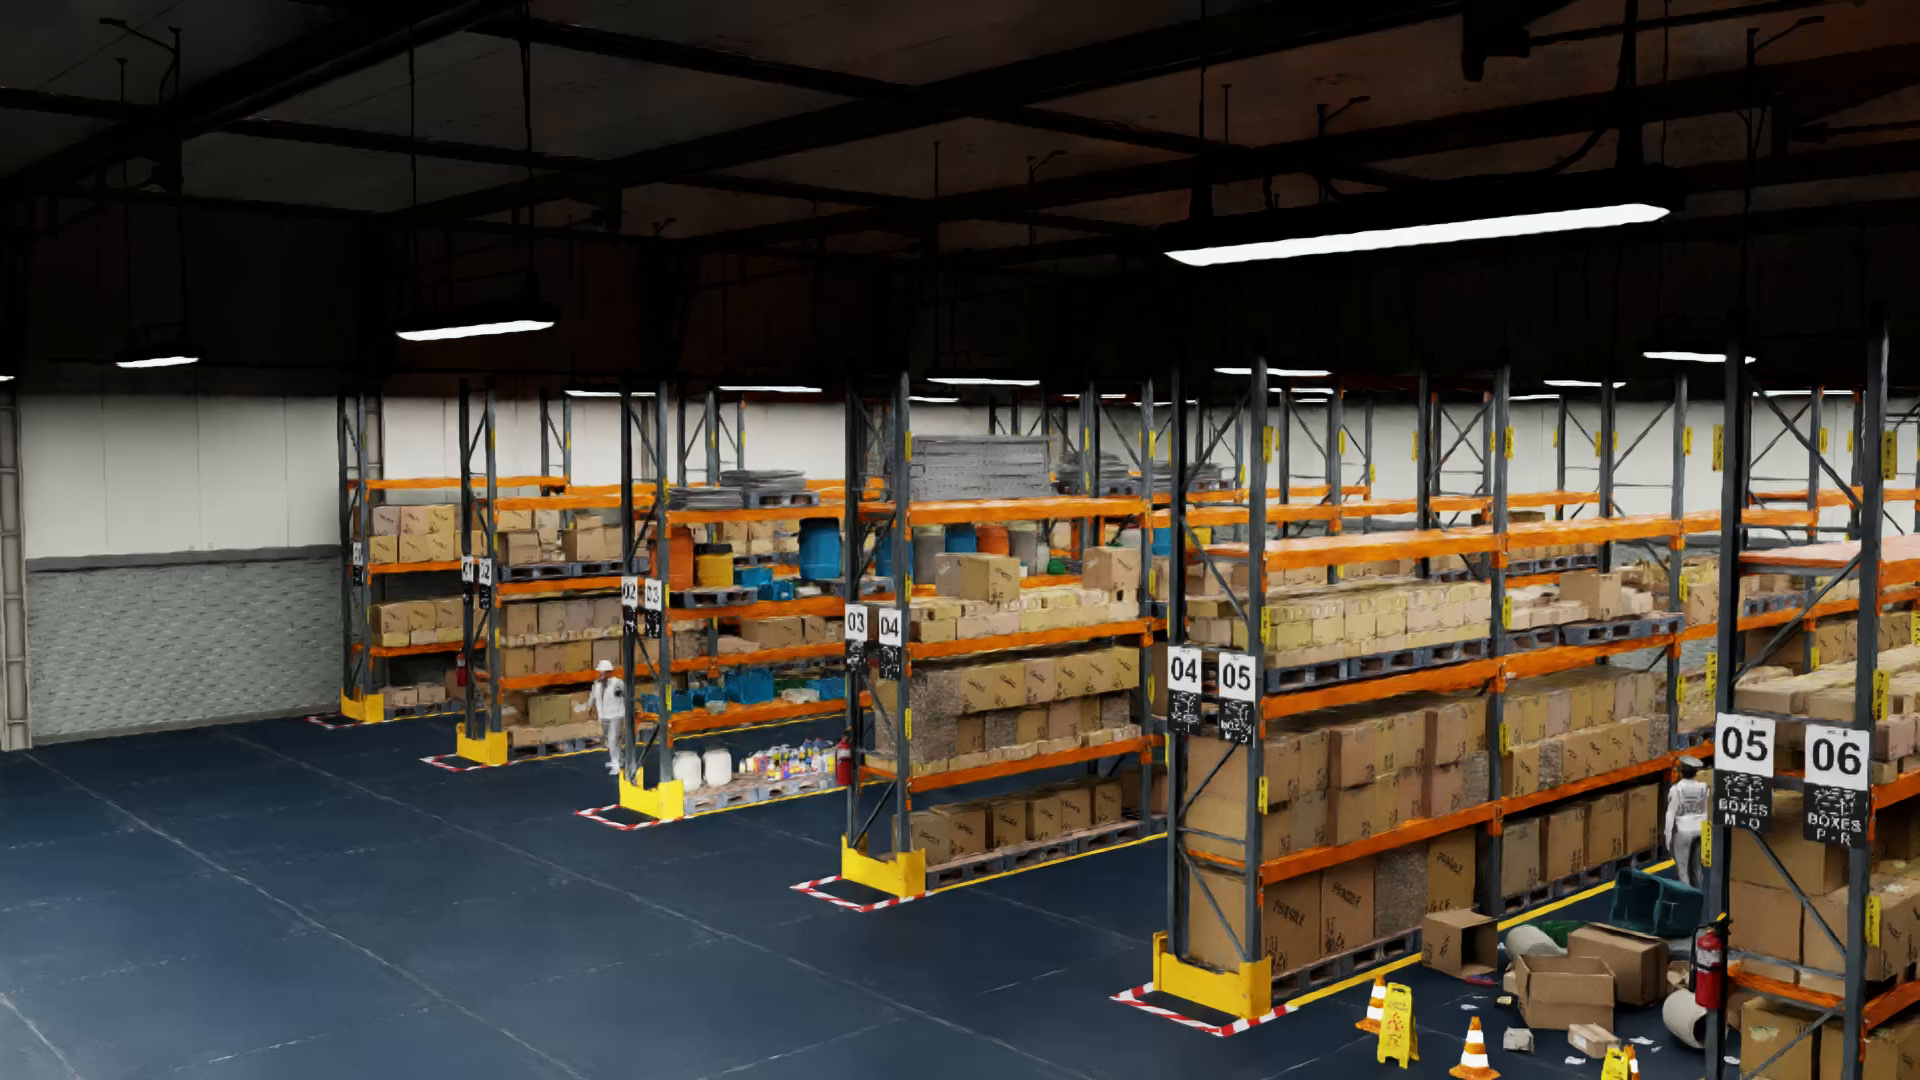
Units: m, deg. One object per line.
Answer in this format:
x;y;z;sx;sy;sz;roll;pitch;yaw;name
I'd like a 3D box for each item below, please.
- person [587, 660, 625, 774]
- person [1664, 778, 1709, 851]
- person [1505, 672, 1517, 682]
-5.271;2.649;25.177;0.689;1.712;0.801;2;4;30;person
7.767;2.925;17.776;0.524;0.780;0.348;-1;4;-11;person
8.037;2.734;24.137;0.834;1.701;0.718;-3;5;-37;person
